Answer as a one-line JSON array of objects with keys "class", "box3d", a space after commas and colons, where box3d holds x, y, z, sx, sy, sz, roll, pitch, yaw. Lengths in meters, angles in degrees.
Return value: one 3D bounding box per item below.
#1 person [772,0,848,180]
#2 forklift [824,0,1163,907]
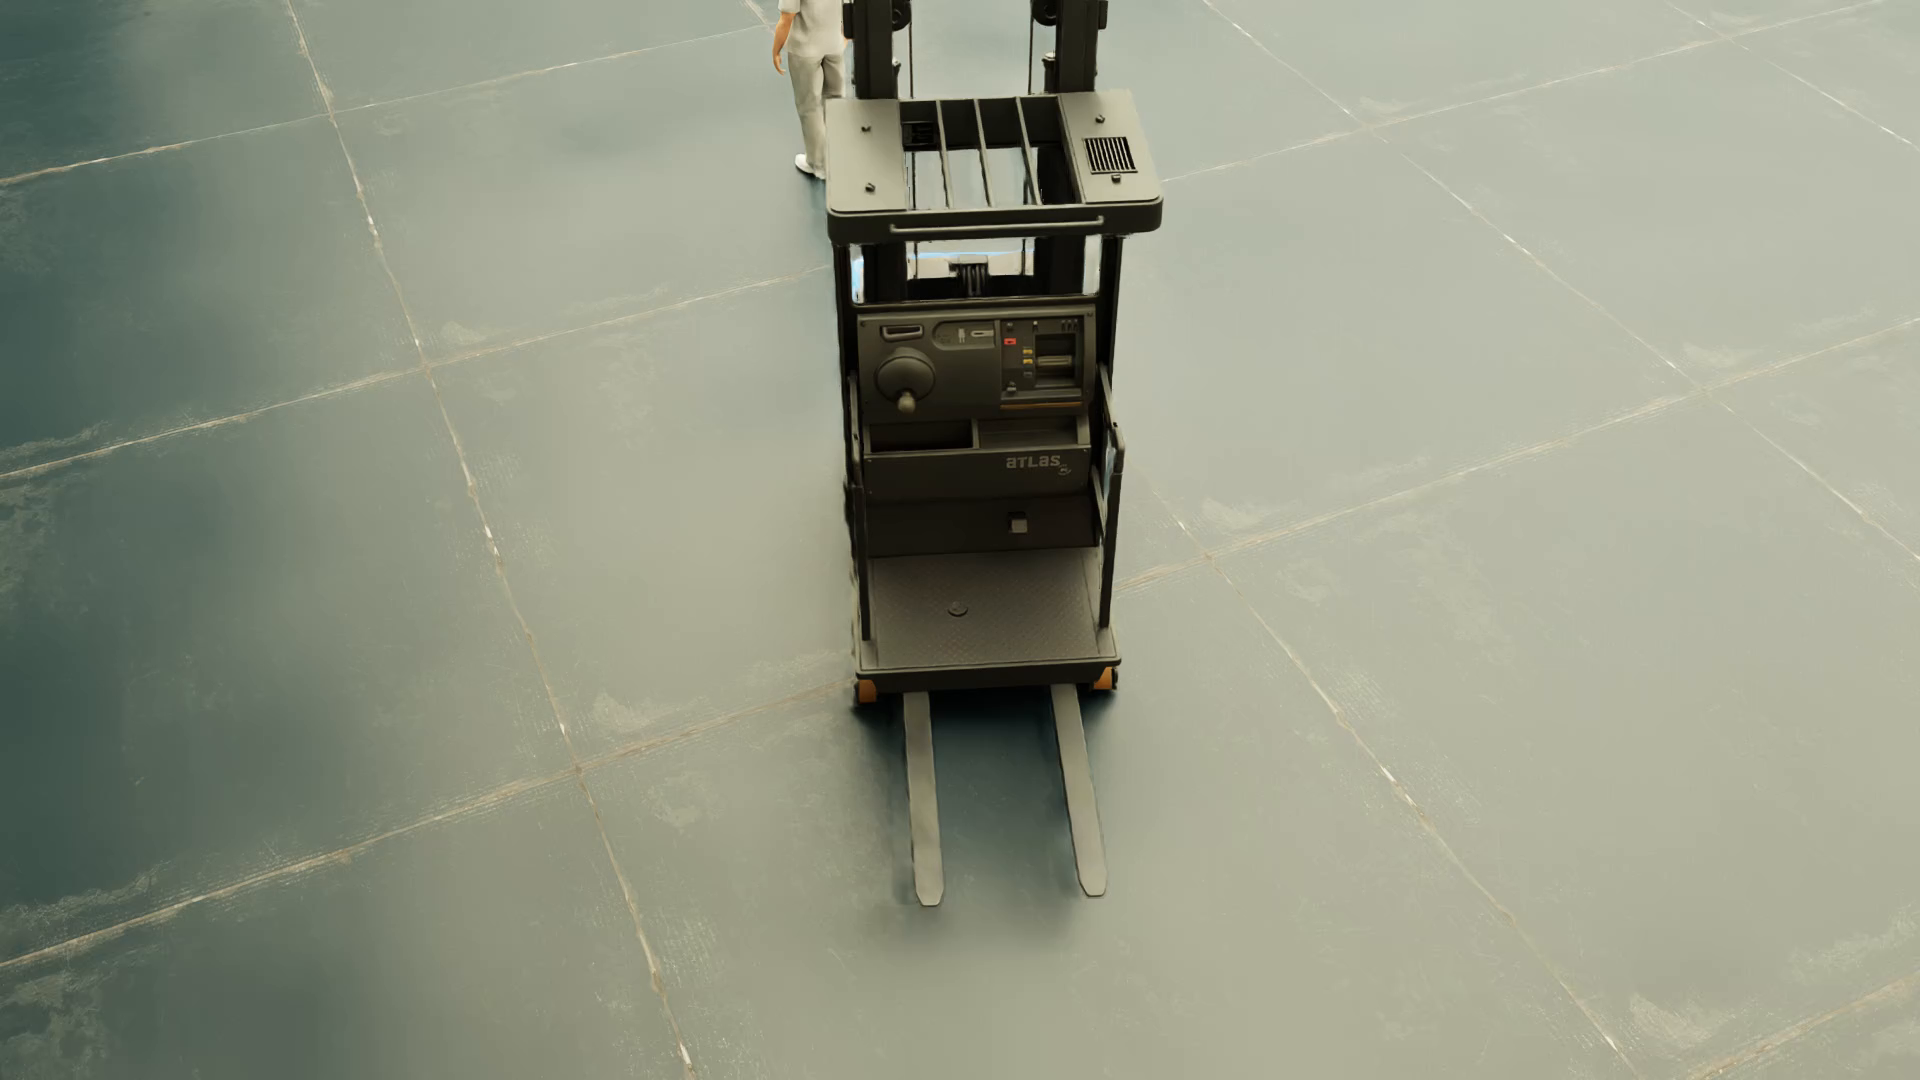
[{"class": "person", "box3d": [-0.872, -2.890, 9.687, 0.549, 1.675, 0.549, -26, 49, -25]}, {"class": "forklift", "box3d": [0.085, -0.618, 6.342, 1.130, 2.935, 3.031, -3, 43, -3]}]
